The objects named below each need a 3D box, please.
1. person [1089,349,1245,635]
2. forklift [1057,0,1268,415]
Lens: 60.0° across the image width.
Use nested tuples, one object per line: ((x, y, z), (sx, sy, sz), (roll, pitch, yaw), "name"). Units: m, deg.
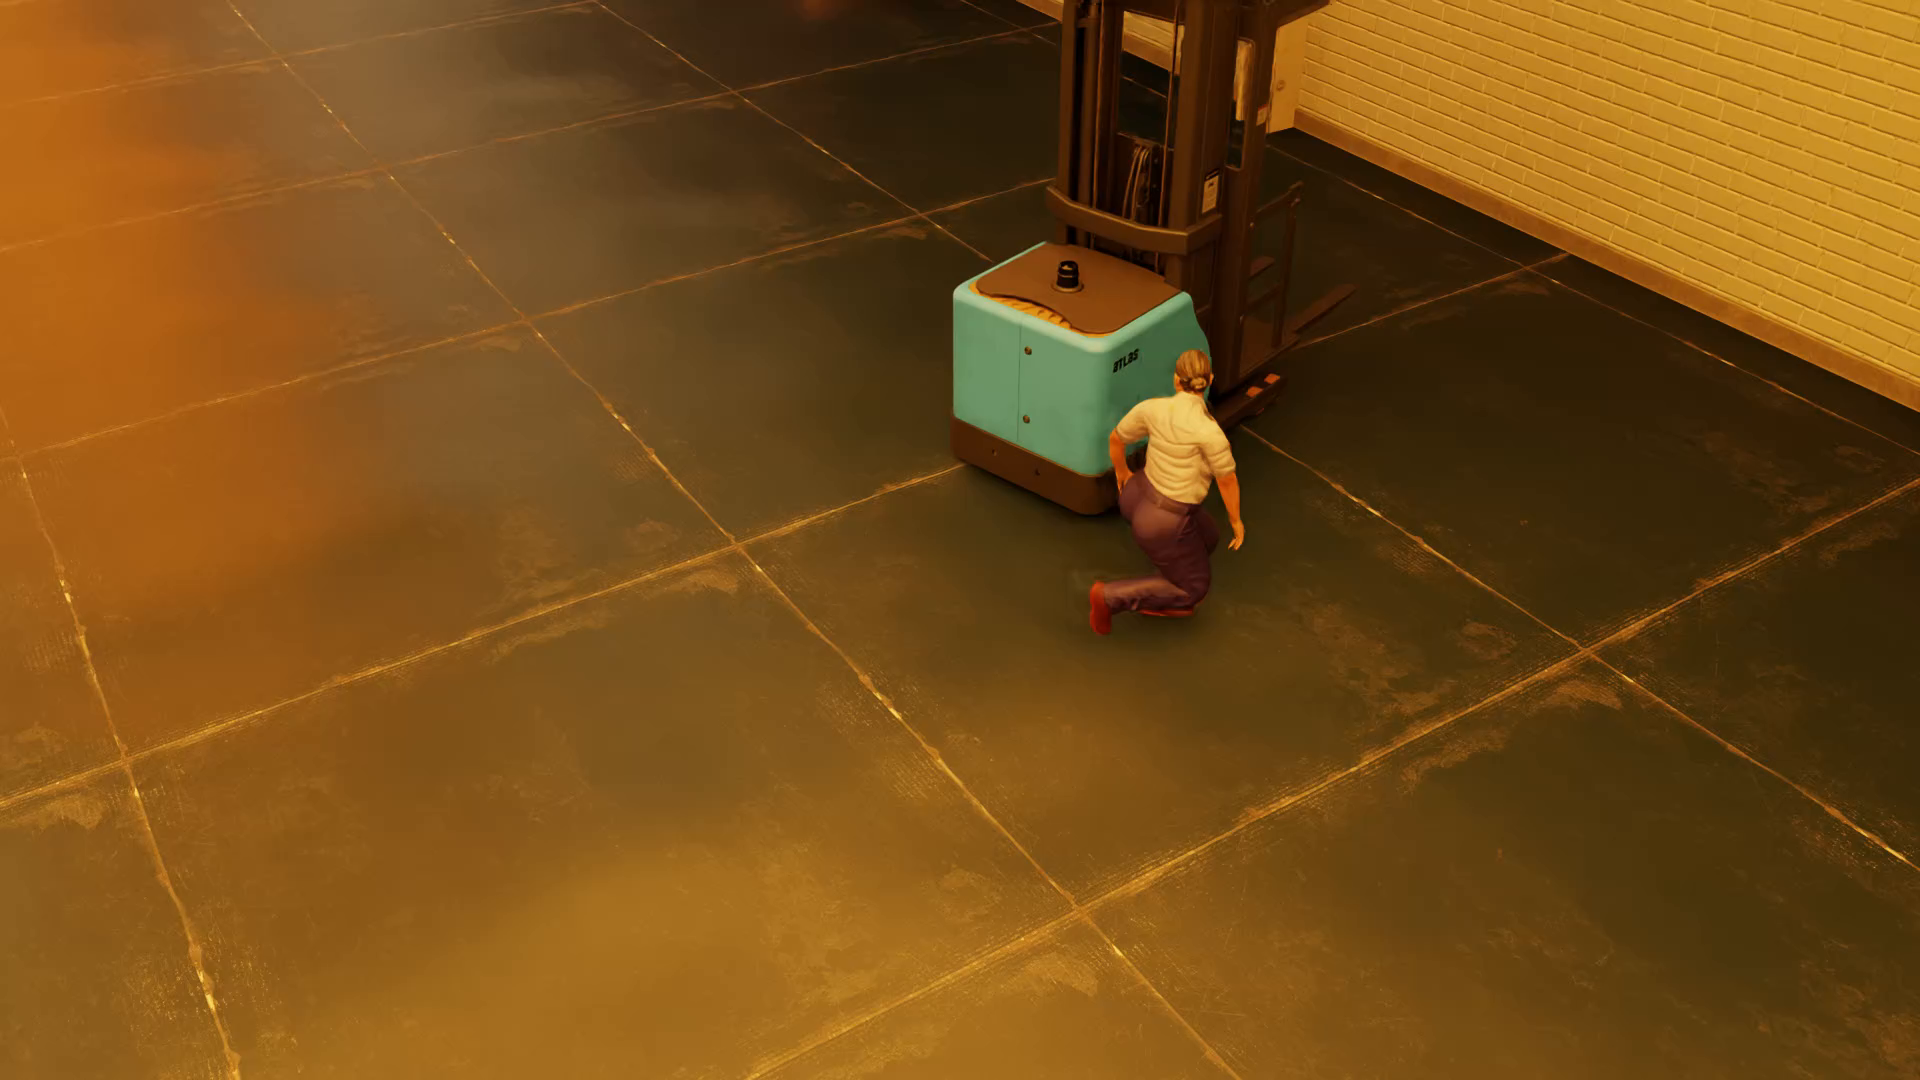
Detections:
((0.917, -0.200, 7.767), (0.682, 1.439, 0.633), (-11, 37, -15), "person")
((1.294, -2.101, 9.138), (1.121, 2.935, 3.031), (26, 43, 32), "forklift")
